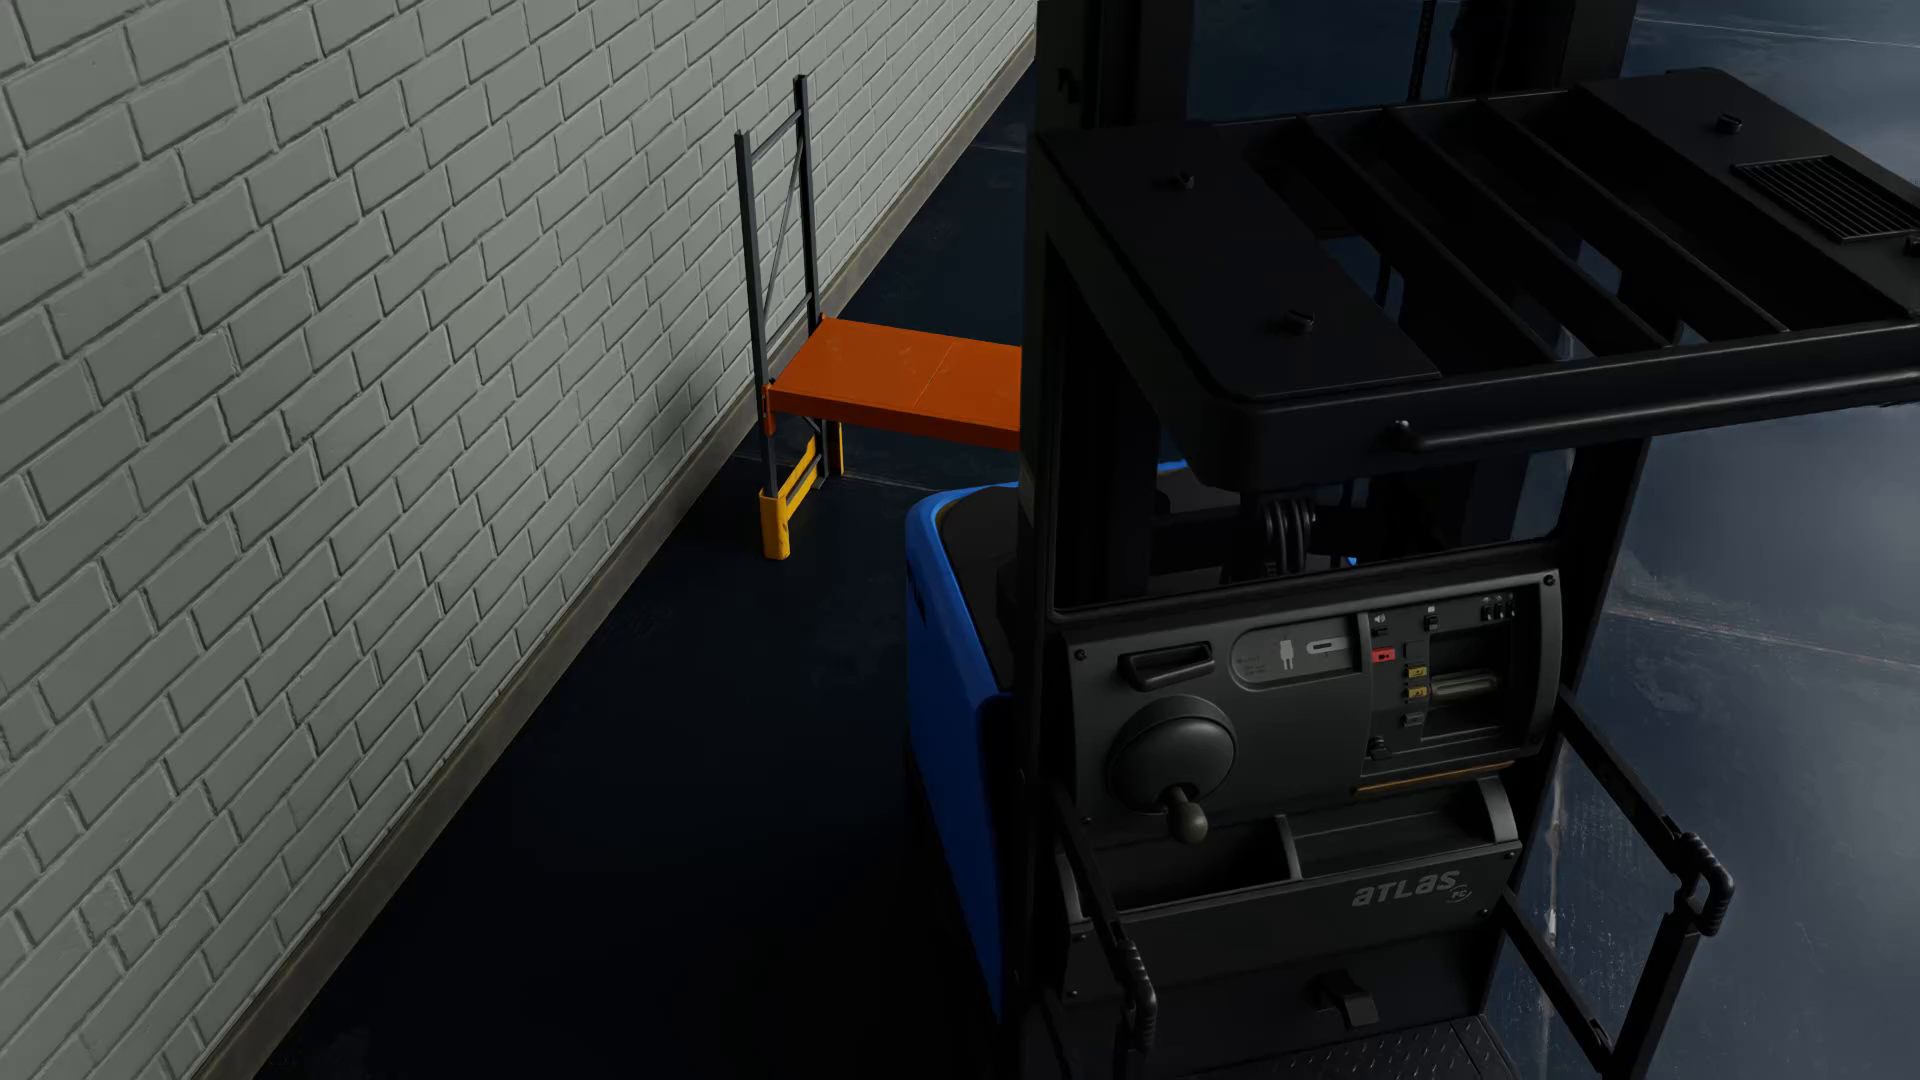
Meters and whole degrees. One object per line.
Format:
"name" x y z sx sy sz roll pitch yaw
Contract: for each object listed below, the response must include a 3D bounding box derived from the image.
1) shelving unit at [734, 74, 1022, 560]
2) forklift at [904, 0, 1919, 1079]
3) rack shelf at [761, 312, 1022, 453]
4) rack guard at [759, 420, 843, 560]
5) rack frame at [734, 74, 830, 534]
"shelving unit" -0.073 -0.618 5.324 1.083 1.500 0.587 10 38 14
"forklift" 0.692 0.355 2.795 1.130 2.935 3.031 -8 37 -11
"rack shelf" -0.081 -0.474 5.433 1.000 0.185 0.538 10 38 14
"rack guard" -0.548 -0.202 5.814 0.087 0.250 0.587 10 38 14
"rack frame" -0.567 -0.709 5.448 0.032 1.500 0.500 10 38 14
